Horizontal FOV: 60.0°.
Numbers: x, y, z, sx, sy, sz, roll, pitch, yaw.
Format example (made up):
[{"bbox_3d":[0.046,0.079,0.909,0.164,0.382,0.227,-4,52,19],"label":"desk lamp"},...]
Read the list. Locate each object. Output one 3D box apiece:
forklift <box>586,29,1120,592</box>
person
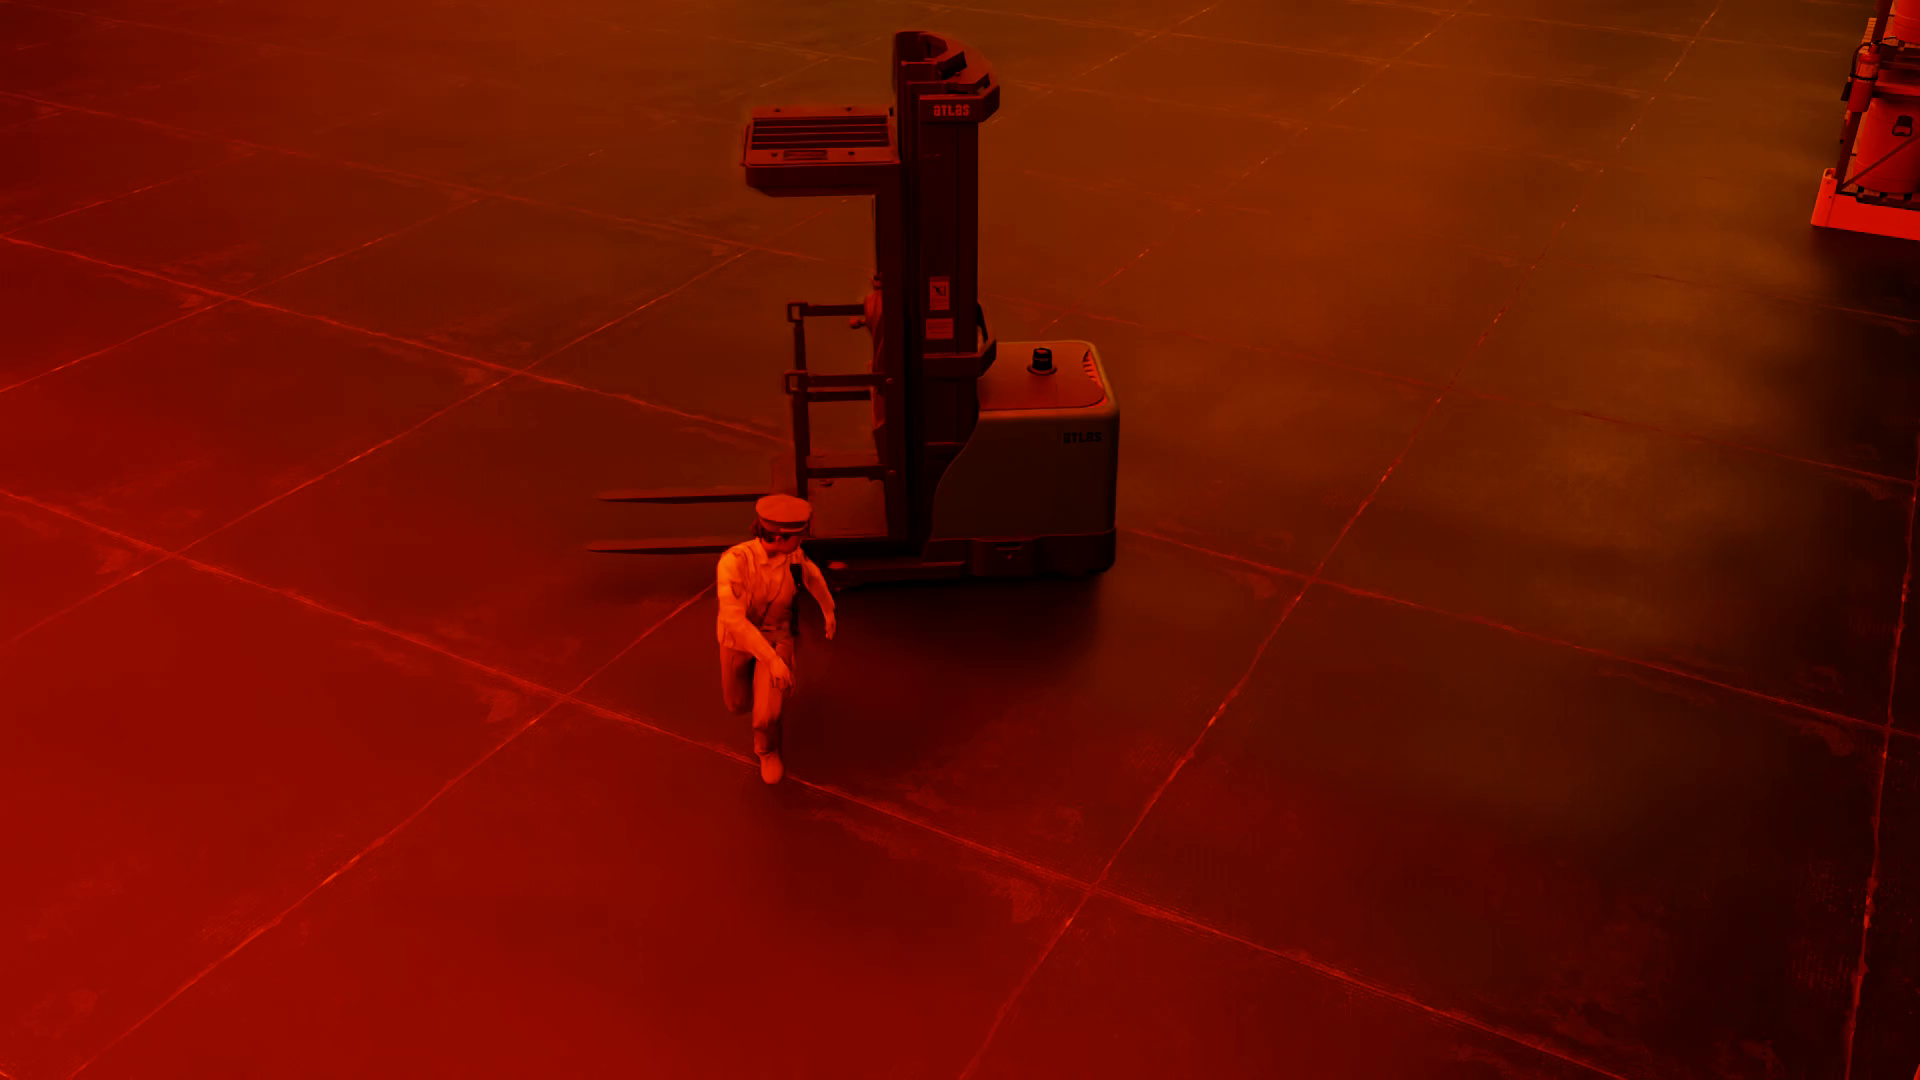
[{"bbox_3d":[-0.644,-1.245,9.228,3.031,2.935,1.130,-2,30,-4],"label":"forklift"},{"bbox_3d":[-0.867,0.422,7.893,0.564,1.438,0.844,-3,30,-5],"label":"person"}]
